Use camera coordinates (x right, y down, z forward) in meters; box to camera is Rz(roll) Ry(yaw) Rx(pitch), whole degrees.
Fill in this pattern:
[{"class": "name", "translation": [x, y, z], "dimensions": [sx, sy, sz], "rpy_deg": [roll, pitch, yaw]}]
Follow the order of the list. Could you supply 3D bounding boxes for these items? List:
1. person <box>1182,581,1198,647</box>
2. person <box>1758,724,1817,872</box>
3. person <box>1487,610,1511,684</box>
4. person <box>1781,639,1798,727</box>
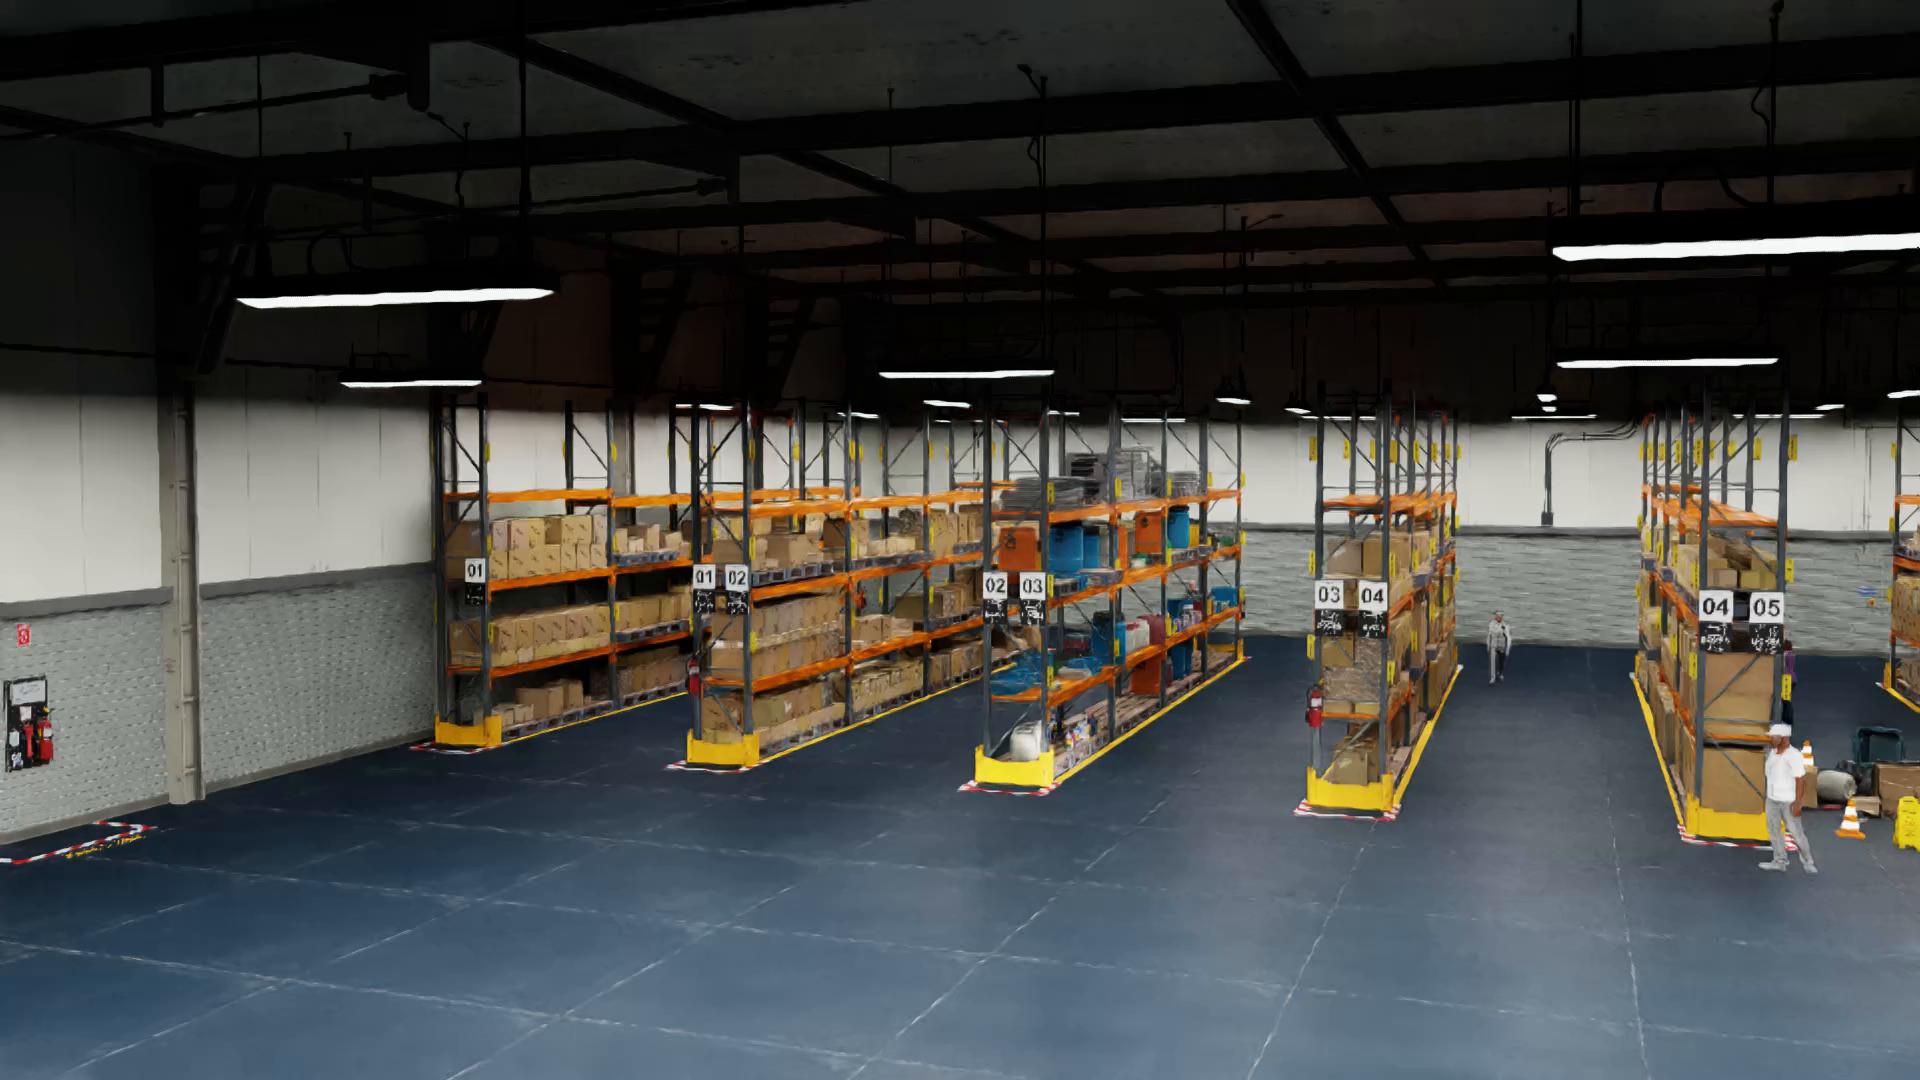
[{"class": "person", "translation": [5.801, 1.888, 42.454], "dimensions": [0.722, 1.713, 0.518], "rpy_deg": [-1, 3, -21]}, {"class": "person", "translation": [9.900, 3.074, 19.858], "dimensions": [0.550, 1.758, 0.630], "rpy_deg": [0, 3, -9]}, {"class": "person", "translation": [11.629, 2.278, 35.872], "dimensions": [0.488, 1.590, 1.089], "rpy_deg": [1, 3, 17]}, {"class": "person", "translation": [14.930, 2.609, 30.120], "dimensions": [0.467, 1.557, 0.448], "rpy_deg": [-2, 4, -39]}]
